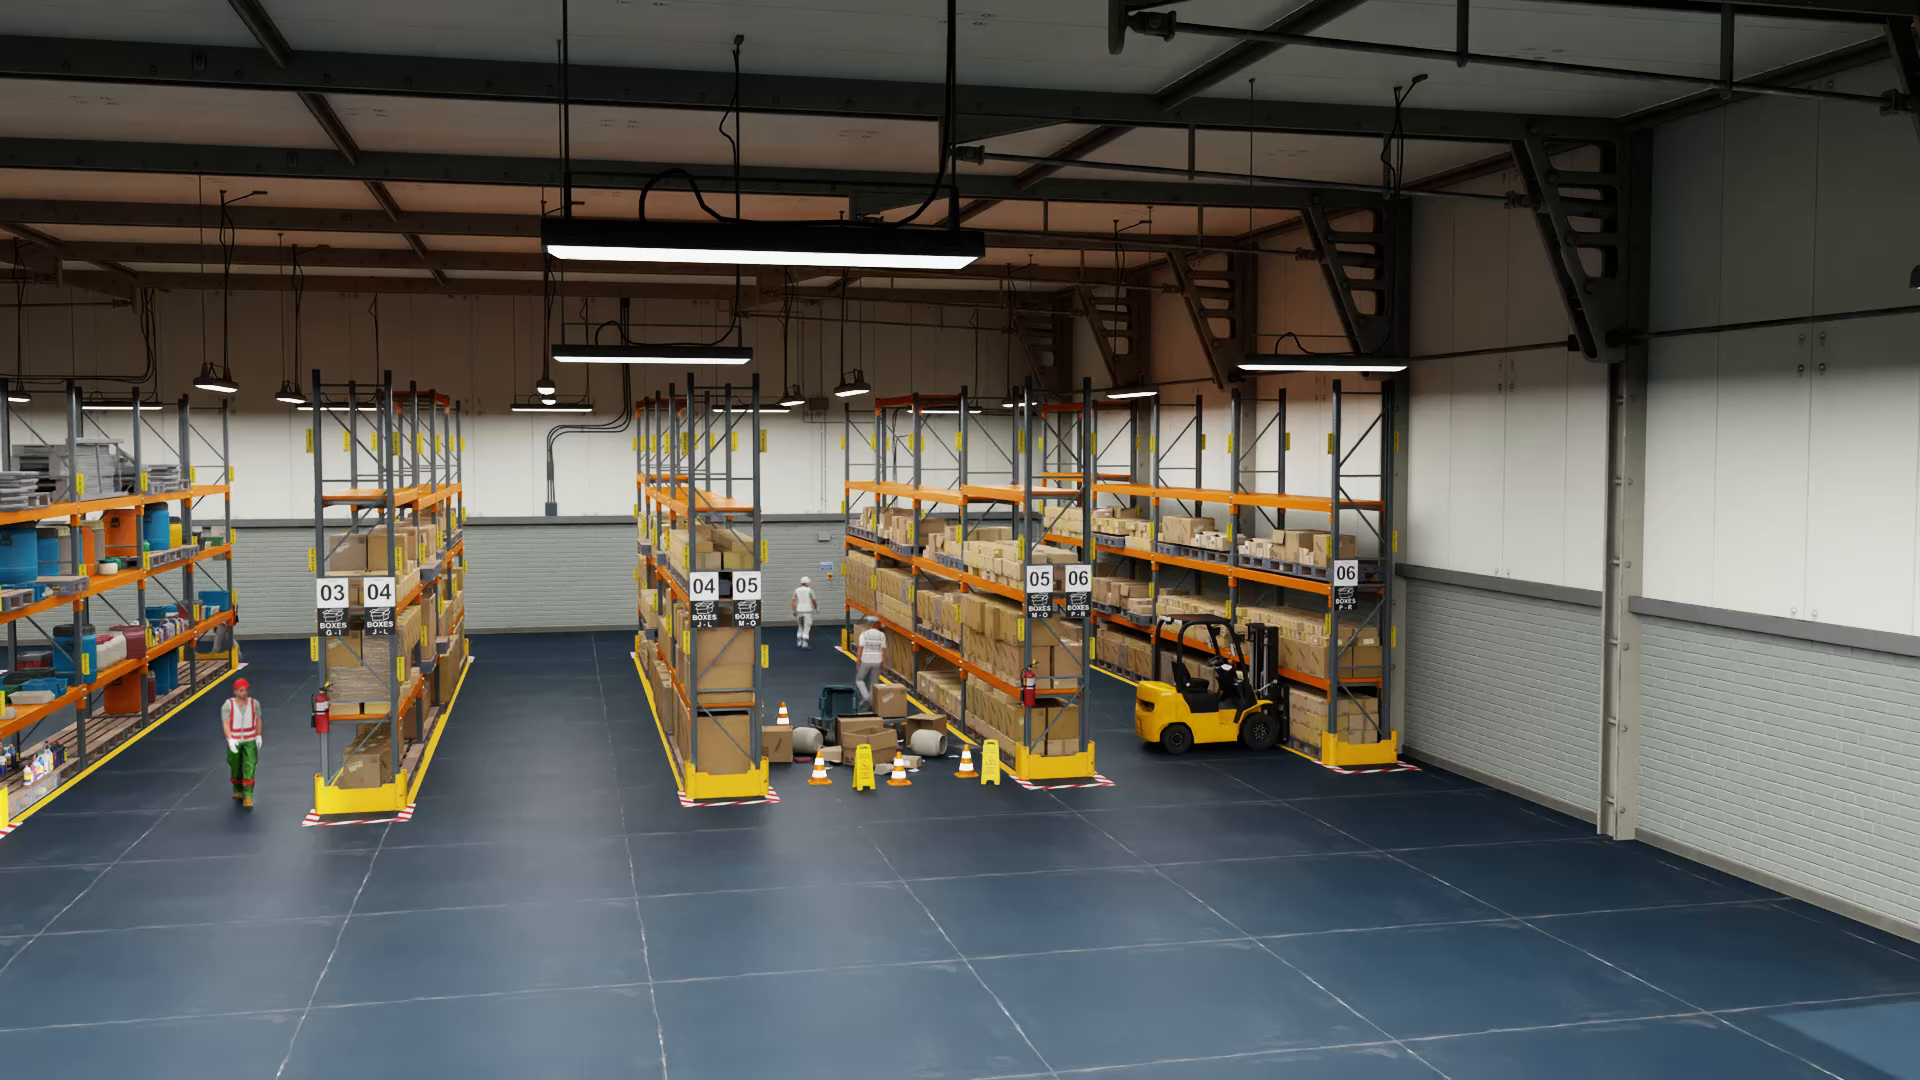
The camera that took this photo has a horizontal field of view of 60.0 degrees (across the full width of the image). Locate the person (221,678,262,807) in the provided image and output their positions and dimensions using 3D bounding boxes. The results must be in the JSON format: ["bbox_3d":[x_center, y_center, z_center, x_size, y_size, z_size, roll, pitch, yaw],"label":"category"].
[{"bbox_3d":[-9.946,2.784,23.057,0.531,1.724,0.995,-2,4,-28],"label":"person"}]

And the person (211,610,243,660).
[{"bbox_3d":[-16.941,1.973,38.111,0.884,1.638,0.464,-2,4,-27],"label":"person"}]

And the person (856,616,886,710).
[{"bbox_3d":[-1.664,2.324,31.178,0.600,1.744,0.505,-1,3,-18],"label":"person"}]

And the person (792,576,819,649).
[{"bbox_3d":[-3.801,1.774,40.616,0.600,1.763,0.692,1,4,21],"label":"person"}]
